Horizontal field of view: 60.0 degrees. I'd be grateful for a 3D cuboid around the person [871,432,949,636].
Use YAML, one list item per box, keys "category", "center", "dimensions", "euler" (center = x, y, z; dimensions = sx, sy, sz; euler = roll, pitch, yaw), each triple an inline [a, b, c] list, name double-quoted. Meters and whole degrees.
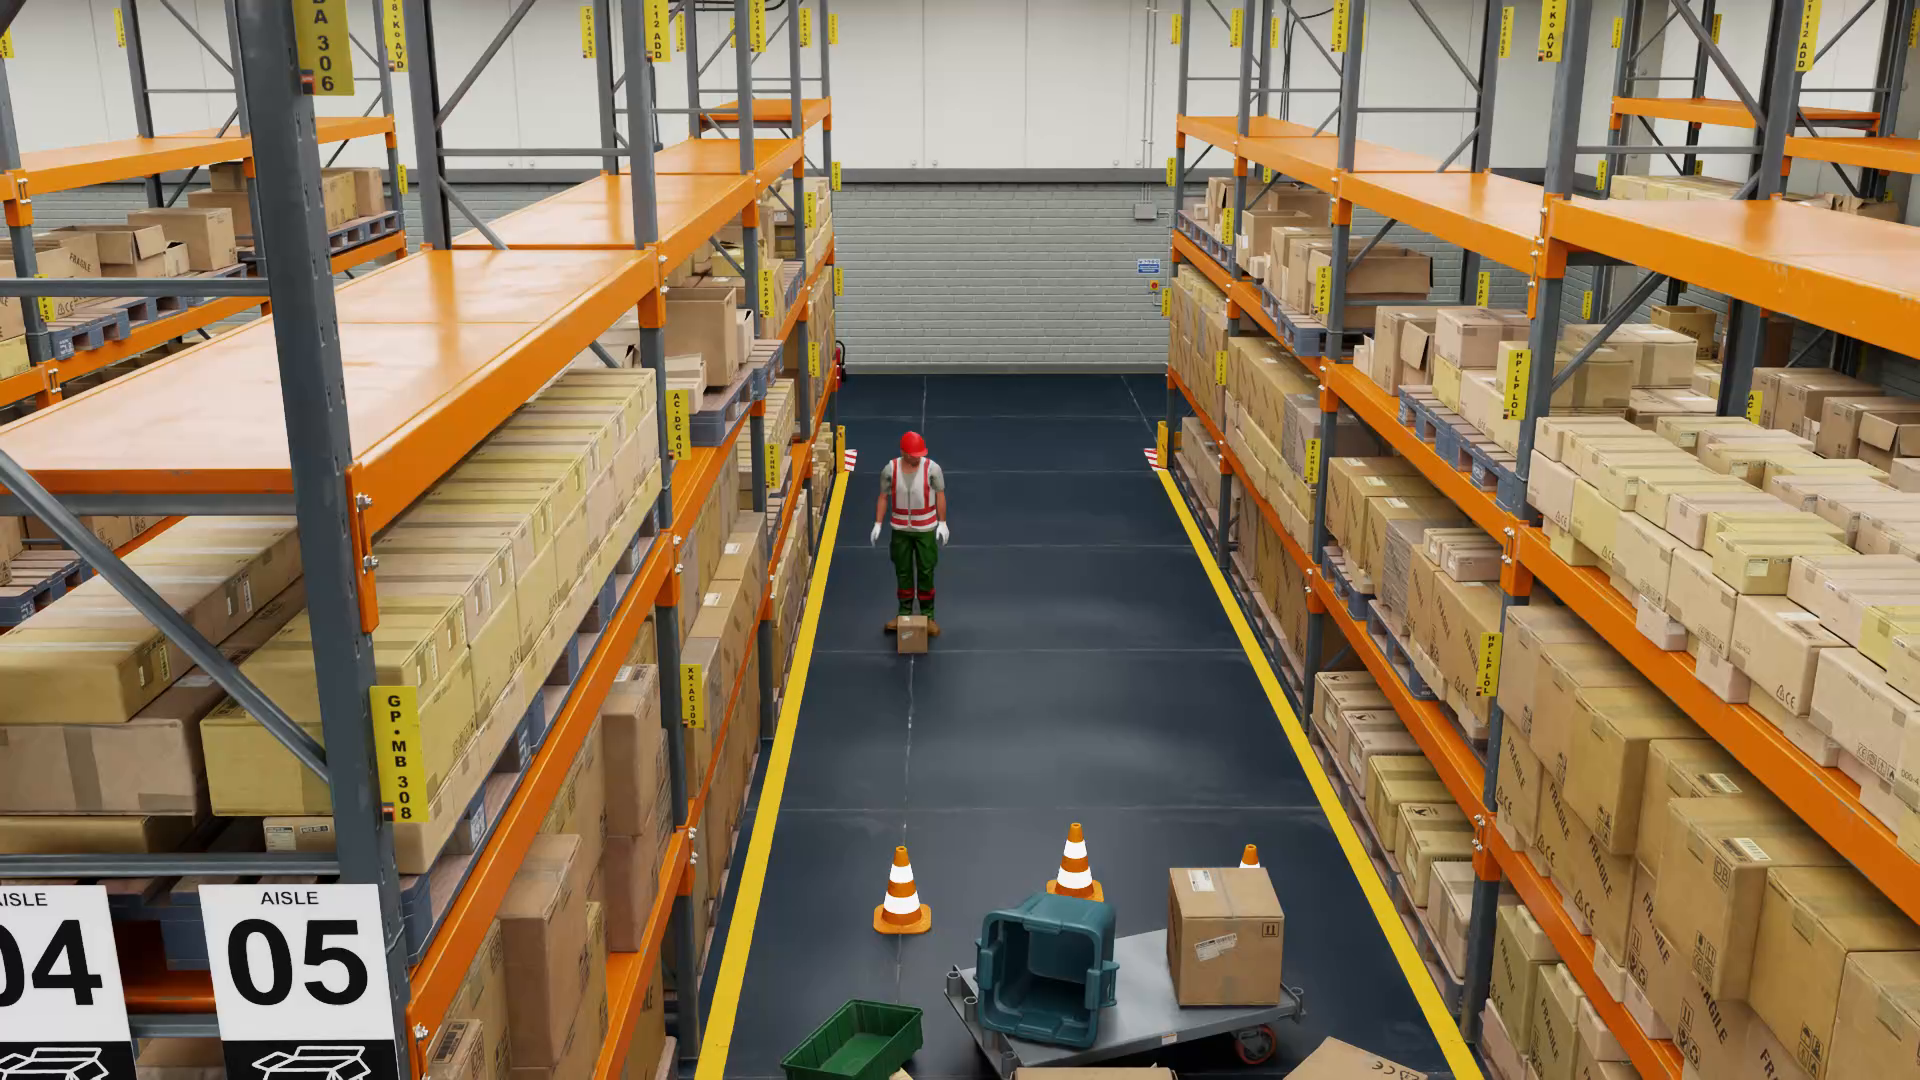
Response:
- category: "person"
  center: [-0.433, -0.073, 14.314]
  dimensions: [0.659, 1.796, 0.386]
  euler: [3, 17, 11]
